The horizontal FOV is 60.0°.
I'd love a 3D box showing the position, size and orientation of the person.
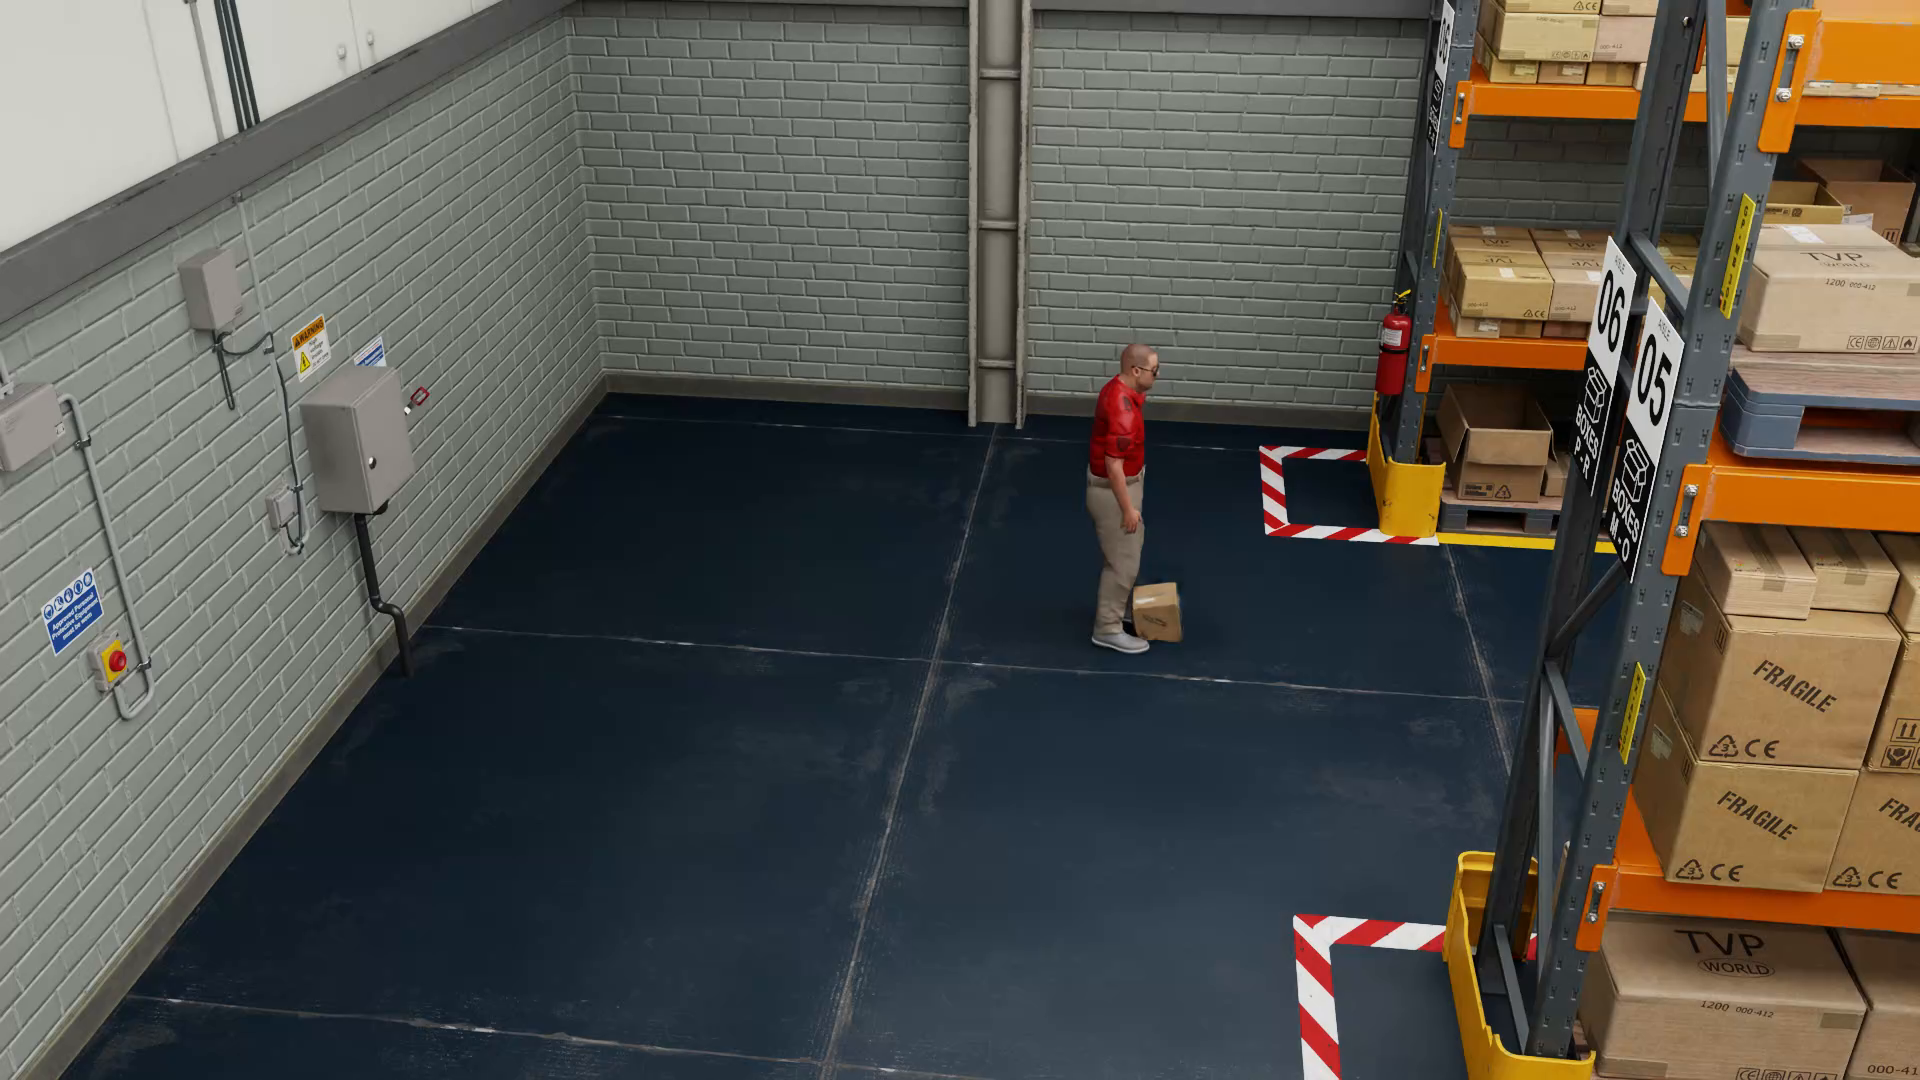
[{"bbox_3d":[0.907,-0.257,9.115,0.433,1.727,0.576,2,28,5],"label":"person"}]
